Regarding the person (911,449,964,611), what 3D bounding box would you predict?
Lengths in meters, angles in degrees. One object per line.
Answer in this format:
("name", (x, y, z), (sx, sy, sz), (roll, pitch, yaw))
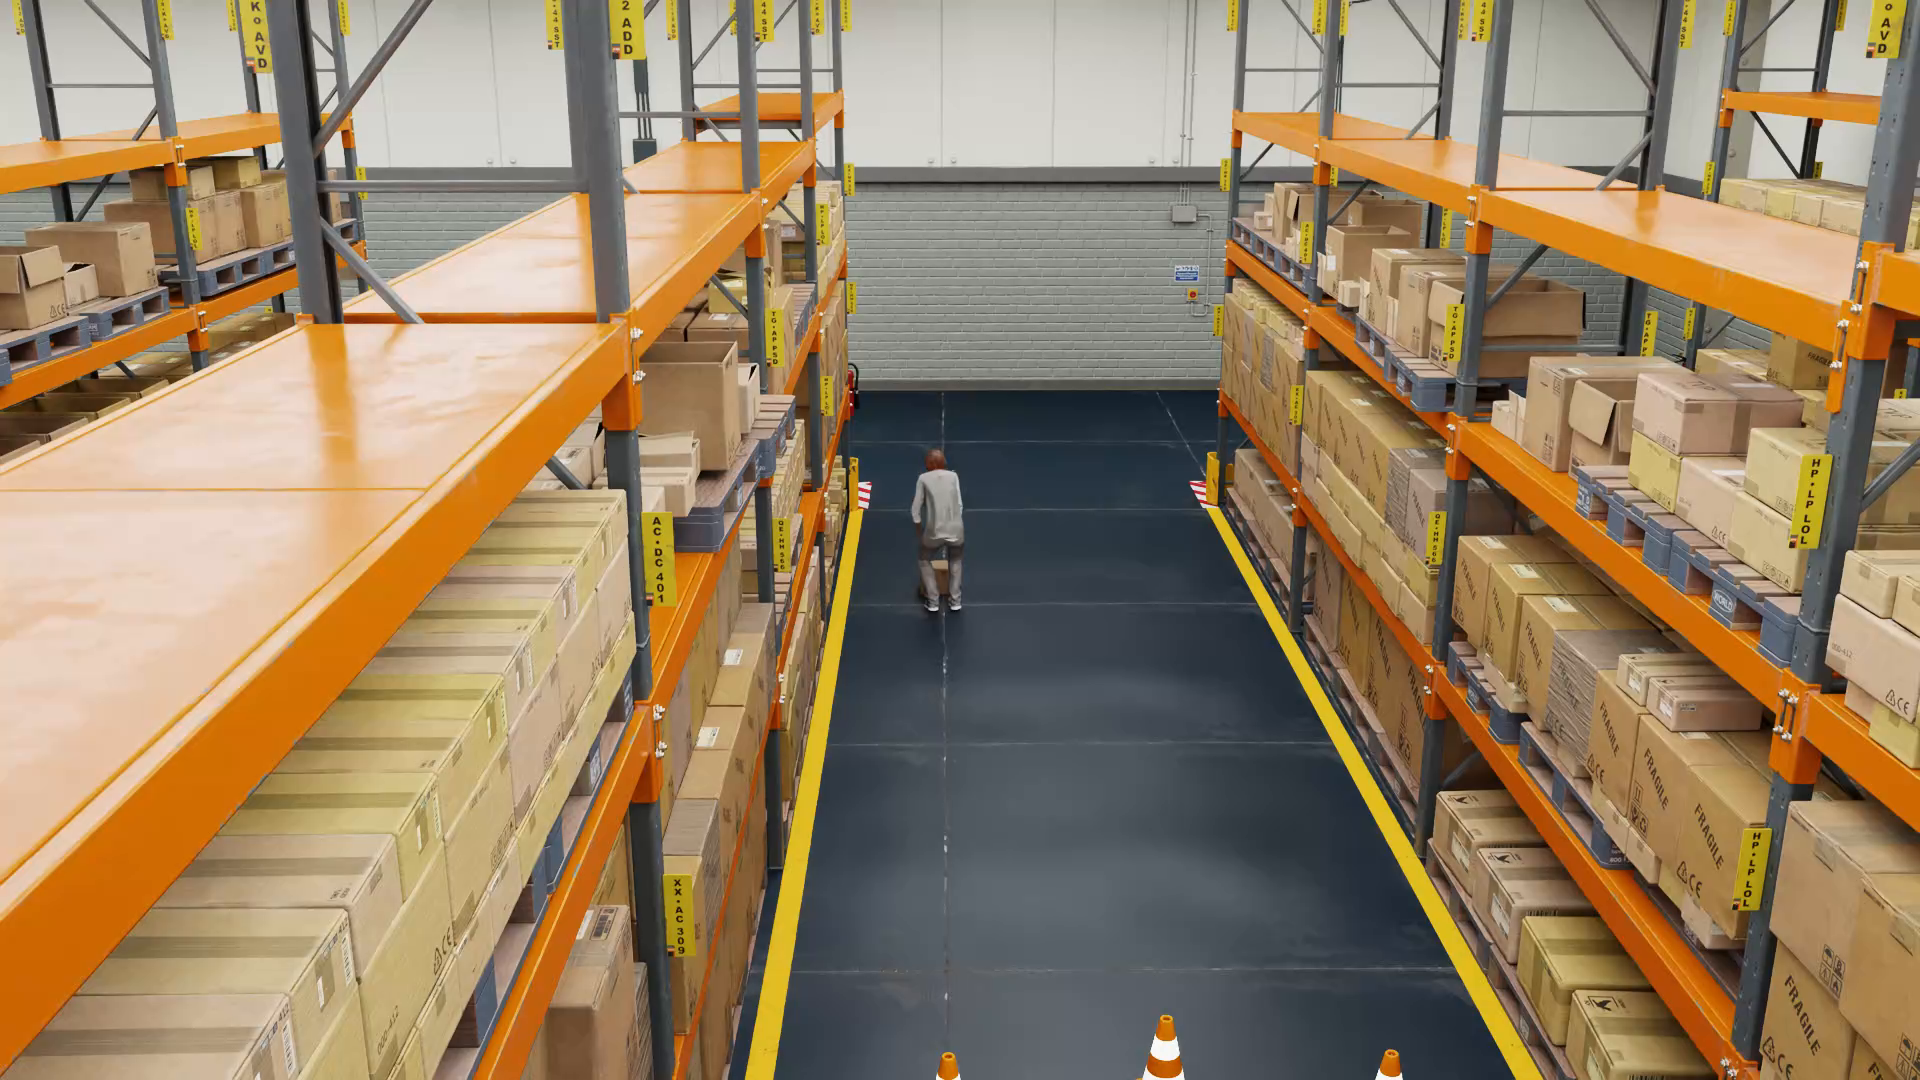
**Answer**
("person", (-0.191, -0.069, 14.619), (0.458, 1.400, 0.581), (-3, 18, -8))
